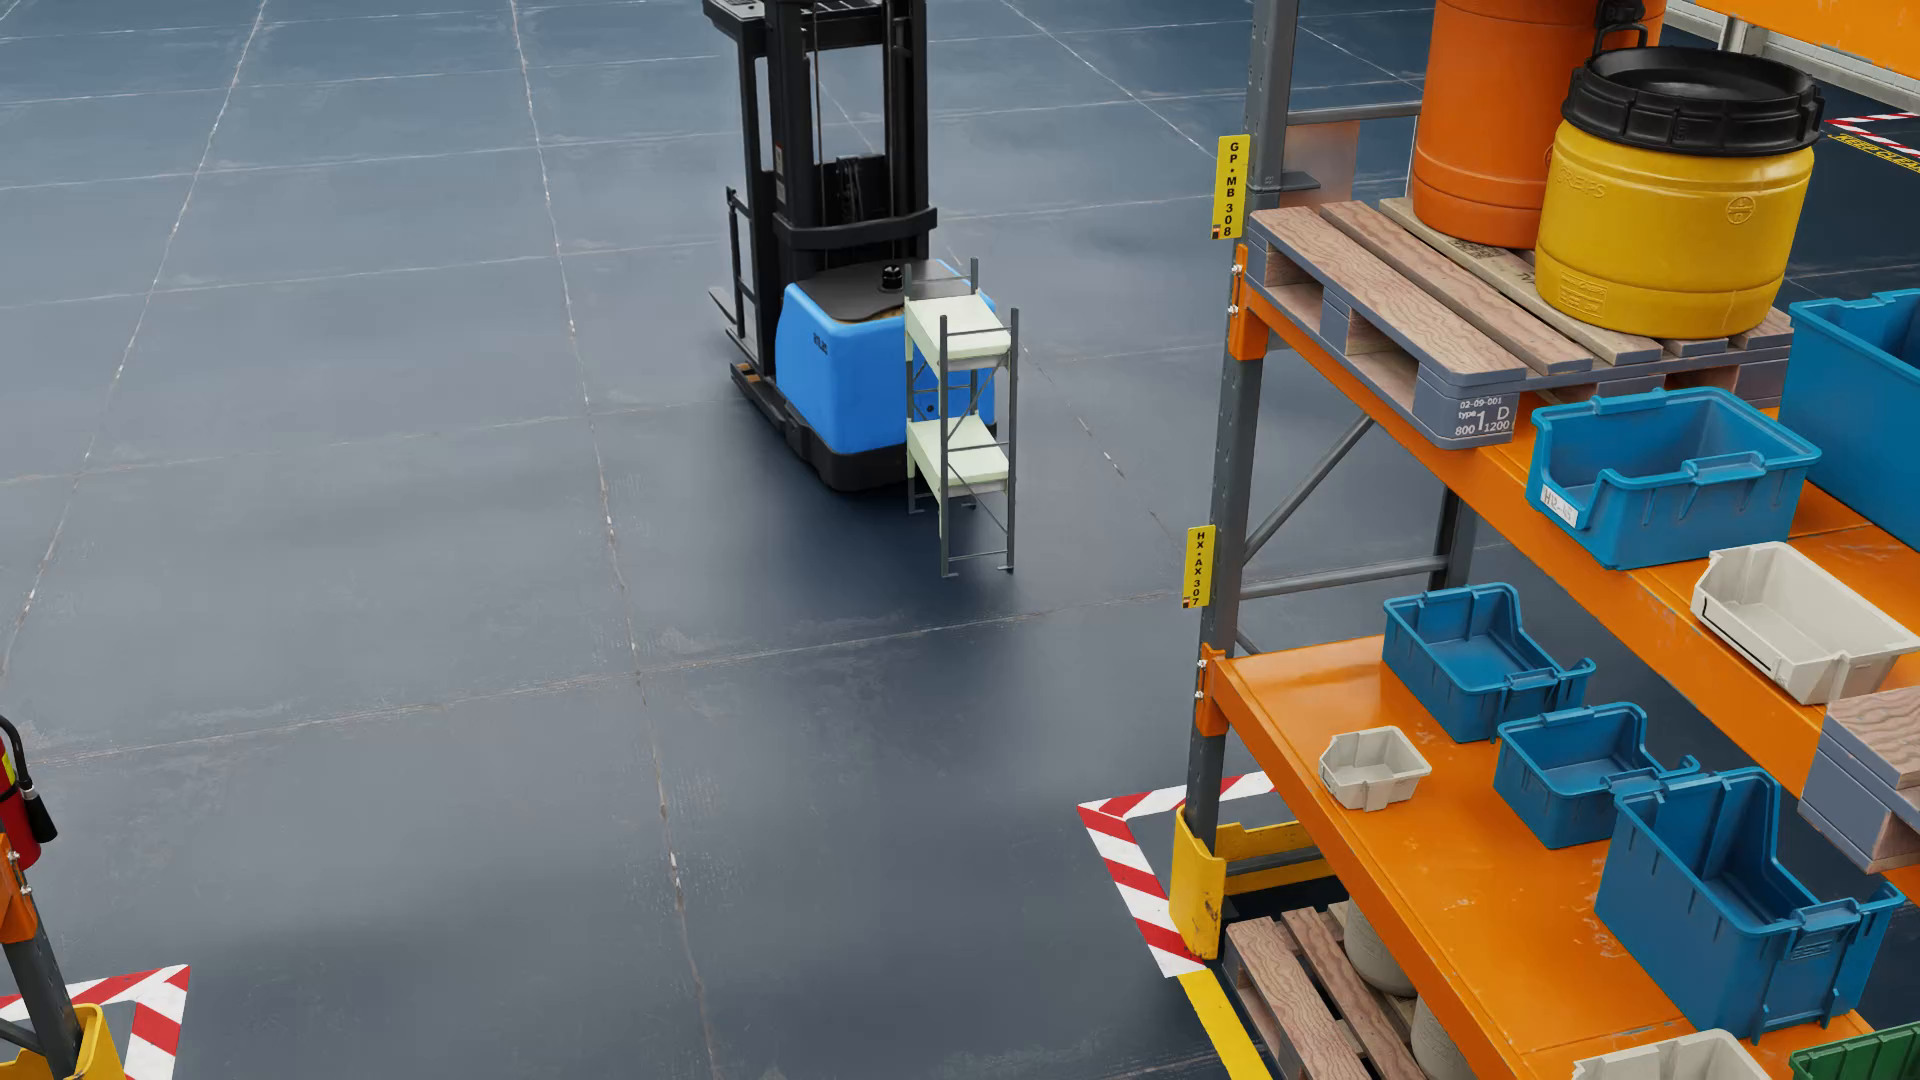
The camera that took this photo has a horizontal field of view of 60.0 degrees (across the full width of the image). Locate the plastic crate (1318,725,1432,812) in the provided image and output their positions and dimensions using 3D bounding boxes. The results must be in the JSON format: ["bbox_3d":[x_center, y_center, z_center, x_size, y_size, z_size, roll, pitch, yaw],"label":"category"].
[{"bbox_3d":[1.293,0.733,5.252,0.298,0.136,0.250,-8,31,-13],"label":"plastic crate"}]

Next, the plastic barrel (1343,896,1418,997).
[{"bbox_3d":[1.614,1.347,5.993,0.421,0.512,0.421,0,30,0],"label":"plastic barrel"}]

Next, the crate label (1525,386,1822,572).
[{"bbox_3d":[1.544,-0.142,3.654,0.502,0.251,0.408,-8,31,-13],"label":"crate label"}]

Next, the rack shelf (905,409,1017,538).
[{"bbox_3d":[-0.002,-0.370,9.043,0.431,0.370,0.720,-8,31,-13],"label":"rack shelf"}]

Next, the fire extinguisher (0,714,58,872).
[{"bbox_3d":[-2.995,0.720,5.089,0.296,0.674,0.183,-8,31,-13],"label":"fire extinguisher"}]

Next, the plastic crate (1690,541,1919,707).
[{"bbox_3d":[1.612,0.171,3.230,0.243,0.136,0.396,-8,31,-13],"label":"plastic crate"}]

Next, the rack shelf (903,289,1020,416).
[{"bbox_3d":[-0.002,-0.990,8.684,0.431,0.370,0.720,-8,31,-13],"label":"rack shelf"}]

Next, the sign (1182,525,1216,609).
[{"bbox_3d":[0.835,0.096,5.814,0.100,0.325,0.005,-8,31,-13],"label":"sign"}]

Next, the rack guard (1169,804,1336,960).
[{"bbox_3d":[1.432,1.257,6.580,1.175,0.500,0.348,-8,31,-13],"label":"rack guard"}]

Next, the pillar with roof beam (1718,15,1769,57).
[{"bbox_3d":[4.602,-8.770,15.418,9.100,9.000,0.400,-8,31,-13],"label":"pillar with roof beam"}]

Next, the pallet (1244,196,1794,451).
[{"bbox_3d":[1.491,-0.660,4.589,1.003,0.211,1.213,-8,31,-13],"label":"pallet"}]

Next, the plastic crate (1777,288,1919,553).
[{"bbox_3d":[2.163,-0.266,3.737,0.392,0.384,0.575,-8,31,-13],"label":"plastic crate"}]

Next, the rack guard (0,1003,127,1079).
[{"bbox_3d":[-3.389,1.921,5.431,1.175,0.500,0.348,-8,31,-13],"label":"rack guard"}]

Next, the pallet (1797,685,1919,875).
[{"bbox_3d":[2.142,0.524,2.544,1.213,0.211,1.003,-8,31,-13],"label":"pallet"}]

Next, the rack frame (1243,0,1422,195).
[{"bbox_3d":[1.366,-2.452,4.503,1.000,3.000,0.127,-8,31,-13],"label":"rack frame"}]

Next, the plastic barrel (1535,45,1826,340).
[{"bbox_3d":[1.791,-0.883,4.180,0.600,0.588,0.600,0,30,0],"label":"plastic barrel"}]

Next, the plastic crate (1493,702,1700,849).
[{"bbox_3d":[1.954,0.725,5.151,0.499,0.251,0.408,-8,31,-13],"label":"plastic crate"}]

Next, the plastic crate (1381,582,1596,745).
[{"bbox_3d":[1.787,0.411,5.695,0.499,0.251,0.616,-8,31,-13],"label":"plastic crate"}]

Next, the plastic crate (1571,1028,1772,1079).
[{"bbox_3d":[1.753,1.440,4.031,0.530,0.136,0.437,-8,31,-13],"label":"plastic crate"}]

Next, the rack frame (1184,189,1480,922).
[{"bbox_3d":[1.366,0.144,6.006,1.000,3.000,0.127,-8,31,-13],"label":"rack frame"}]

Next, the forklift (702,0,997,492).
[{"bbox_3d":[-0.859,-2.263,10.235,1.130,2.935,3.031,-13,33,-21],"label":"forklift"}]

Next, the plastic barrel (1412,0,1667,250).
[{"bbox_3d":[1.618,-1.304,4.666,0.600,0.830,0.708,-8,31,-13],"label":"plastic barrel"}]

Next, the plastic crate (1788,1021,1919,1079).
[{"bbox_3d":[2.340,1.475,3.919,0.450,0.188,0.662,-8,31,-13],"label":"plastic crate"}]

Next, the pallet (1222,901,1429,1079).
[{"bbox_3d":[1.642,1.775,5.973,1.003,0.211,1.213,-8,31,-13],"label":"pallet"}]

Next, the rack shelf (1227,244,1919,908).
[{"bbox_3d":[1.897,0.123,3.766,1.077,0.370,4.000,-8,31,-13],"label":"rack shelf"}]

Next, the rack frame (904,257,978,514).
[{"bbox_3d":[-0.099,-0.829,9.185,0.400,1.500,0.023,-8,31,-13],"label":"rack frame"}]

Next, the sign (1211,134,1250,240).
[{"bbox_3d":[0.835,-1.087,5.130,0.100,0.325,0.005,-8,31,-13],"label":"sign"}]

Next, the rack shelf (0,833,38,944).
[{"bbox_3d":[-2.878,2.080,3.380,1.077,0.370,4.000,-8,31,-13],"label":"rack shelf"}]

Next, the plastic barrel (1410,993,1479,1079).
[{"bbox_3d":[1.748,1.589,5.574,0.421,0.512,0.421,0,30,0],"label":"plastic barrel"}]

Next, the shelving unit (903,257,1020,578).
[{"bbox_3d":[-0.002,-0.652,8.880,0.431,1.500,0.755,-8,31,-13],"label":"shelving unit"}]

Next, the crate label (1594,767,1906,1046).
[{"bbox_3d":[2.115,0.982,4.524,0.502,0.435,0.616,-8,31,-13],"label":"crate label"}]

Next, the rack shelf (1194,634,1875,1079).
[{"bbox_3d":[1.897,1.422,4.518,1.077,0.370,4.000,-8,31,-13],"label":"rack shelf"}]

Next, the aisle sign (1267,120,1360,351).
[{"bbox_3d":[1.065,-0.977,5.348,0.394,0.787,0.004,-8,31,-13],"label":"aisle sign"}]

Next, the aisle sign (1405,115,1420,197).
[{"bbox_3d":[1.633,-1.055,5.483,0.394,0.787,0.004,-8,31,-13],"label":"aisle sign"}]

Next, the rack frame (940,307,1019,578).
[{"bbox_3d":[0.095,-0.476,8.574,0.400,1.500,0.023,-8,31,-13],"label":"rack frame"}]
